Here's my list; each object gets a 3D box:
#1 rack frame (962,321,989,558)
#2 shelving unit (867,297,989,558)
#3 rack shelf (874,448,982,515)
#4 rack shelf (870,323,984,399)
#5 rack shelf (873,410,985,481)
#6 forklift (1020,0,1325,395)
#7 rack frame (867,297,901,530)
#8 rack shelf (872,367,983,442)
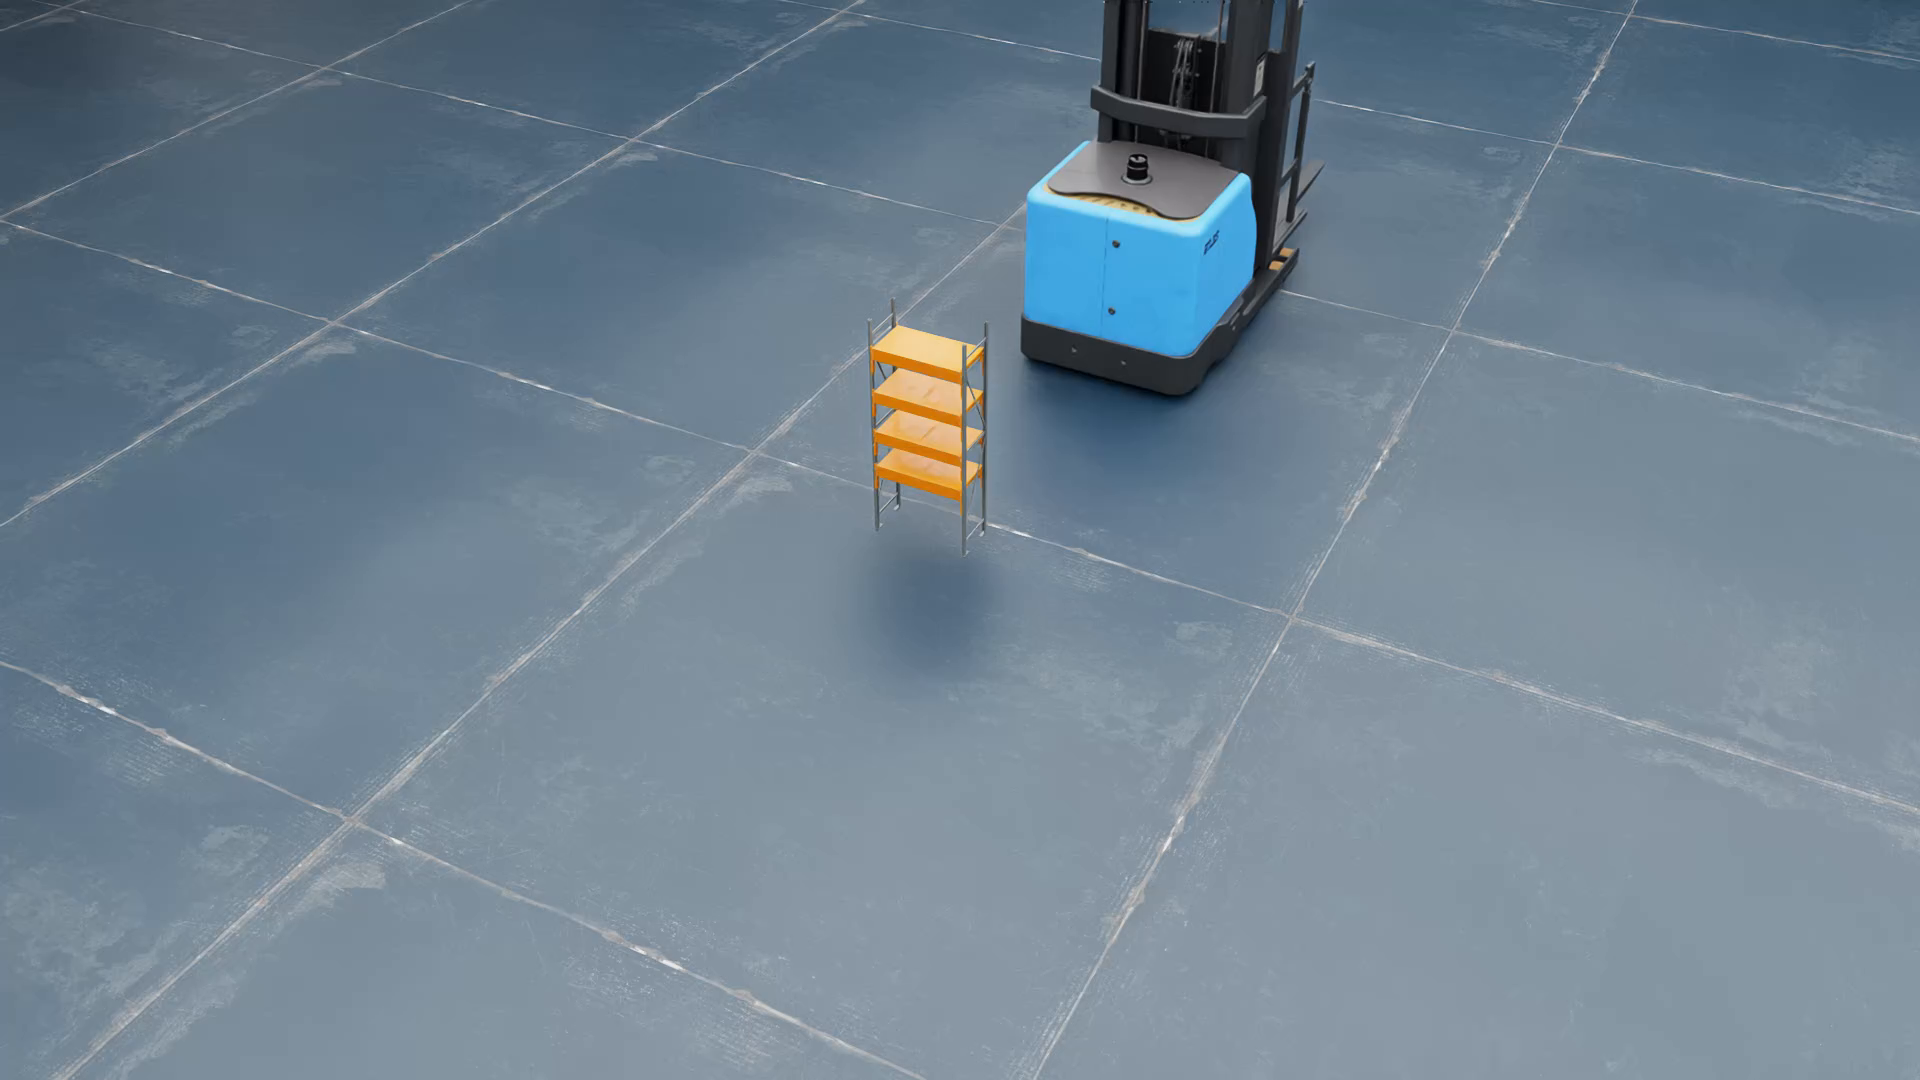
[{"bbox_3d":[0.070,-0.456,7.878,0.015,1.200,0.240,17,41,21],"label":"rack frame"},{"bbox_3d":[-0.147,-0.524,7.968,0.503,1.200,0.258,17,41,21],"label":"shelving unit"},{"bbox_3d":[-0.147,-0.312,8.128,0.480,0.148,0.258,17,41,21],"label":"rack shelf"},{"bbox_3d":[-0.147,-0.837,7.730,0.480,0.148,0.258,17,41,21],"label":"rack shelf"},{"bbox_3d":[-0.147,-0.470,8.008,0.480,0.148,0.258,17,41,21],"label":"rack shelf"},{"bbox_3d":[1.477,-2.848,9.597,1.130,2.935,3.031,18,41,22],"label":"forklift"},{"bbox_3d":[-0.364,-0.592,8.057,0.015,1.200,0.240,17,41,21],"label":"rack frame"},{"bbox_3d":[-0.147,-0.649,7.873,0.480,0.148,0.258,17,41,21],"label":"rack shelf"}]
